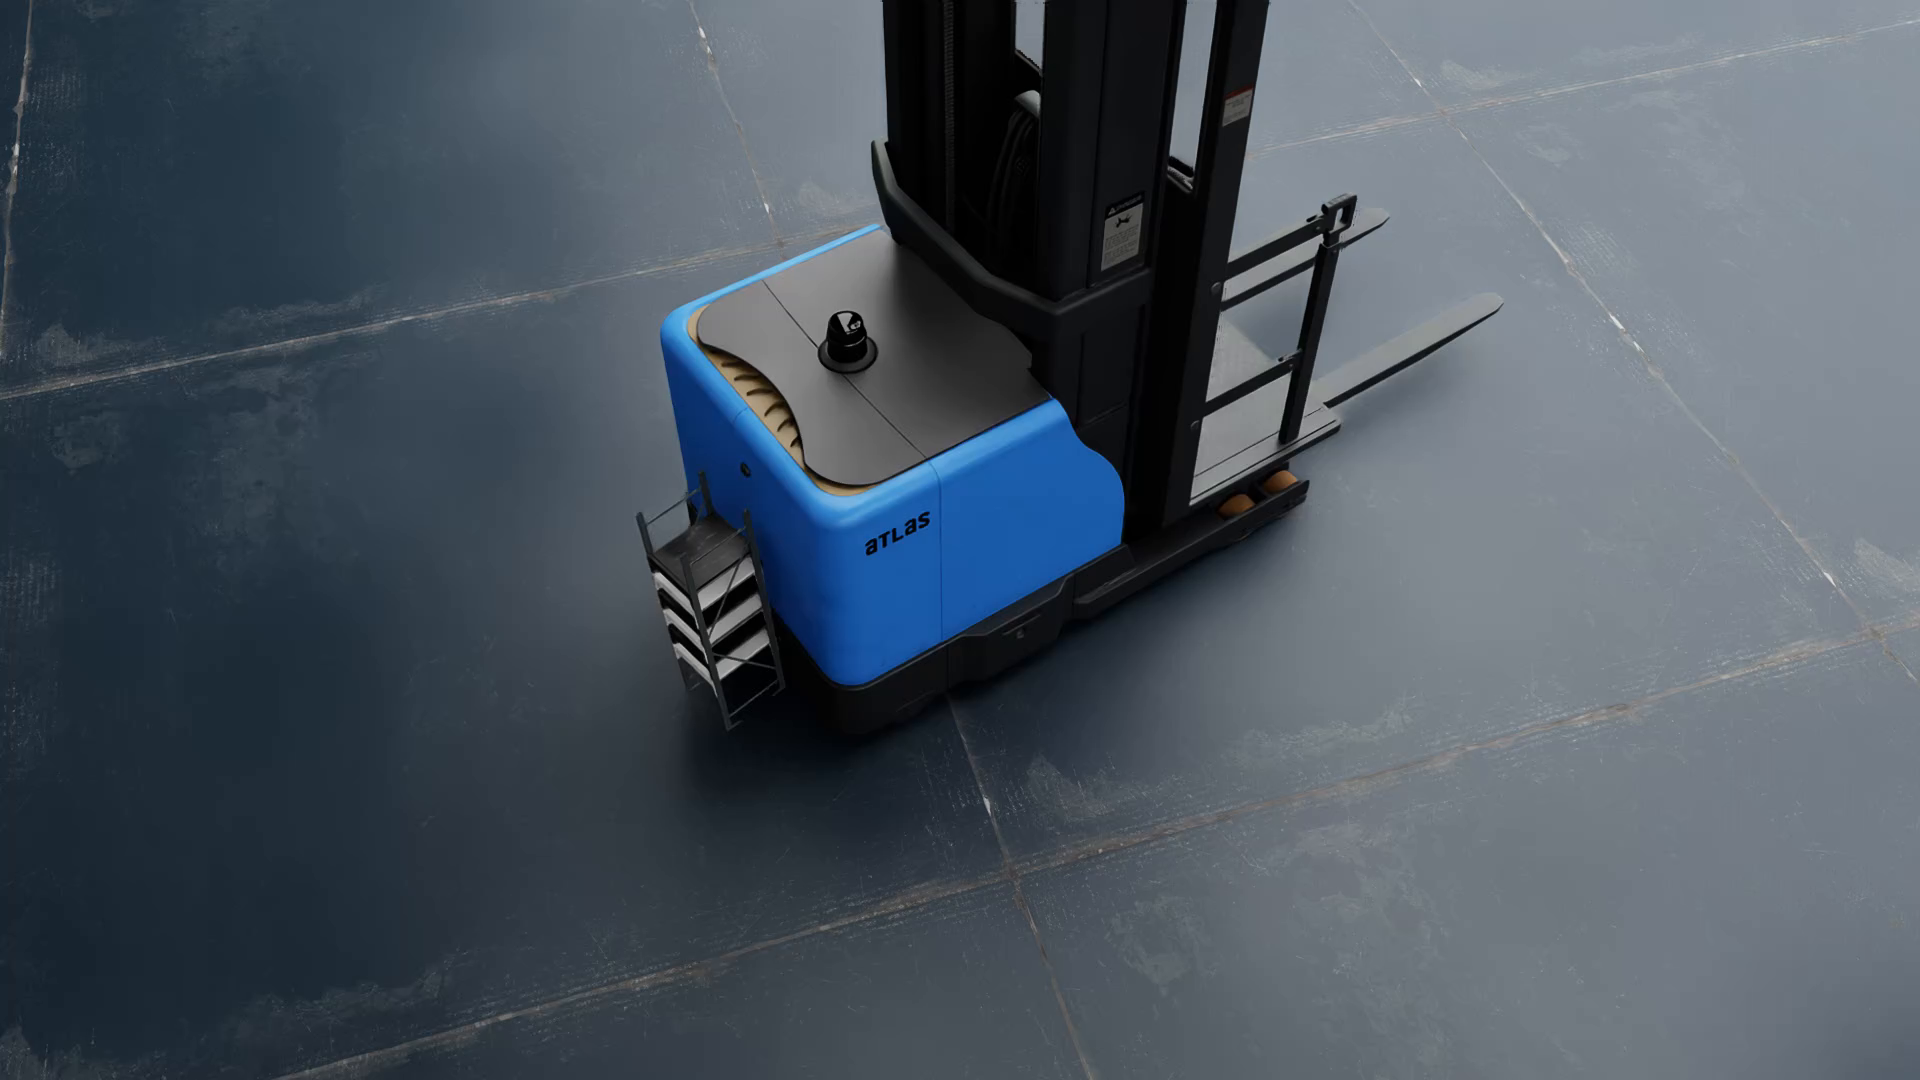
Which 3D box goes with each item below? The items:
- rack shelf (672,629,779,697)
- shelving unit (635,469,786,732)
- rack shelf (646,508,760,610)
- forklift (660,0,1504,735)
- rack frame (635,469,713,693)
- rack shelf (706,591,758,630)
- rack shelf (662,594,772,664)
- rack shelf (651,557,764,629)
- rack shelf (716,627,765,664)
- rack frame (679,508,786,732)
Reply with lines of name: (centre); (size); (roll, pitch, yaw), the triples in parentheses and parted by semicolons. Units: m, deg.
rack shelf: (-0.725, 0.333, 5.151); (0.258, 0.077, 0.200); (-37, 59, -24)
shelving unit: (-0.732, 0.201, 4.984); (0.258, 0.900, 0.210); (-37, 59, -24)
rack shelf: (-0.740, 0.054, 4.799); (0.258, 0.077, 0.200); (-37, 59, -24)
forklift: (0.600, -1.249, 4.886); (3.031, 2.935, 1.130); (-28, 55, -21)
rack frame: (-0.802, 0.144, 5.032); (0.240, 0.900, 0.006); (-37, 59, -24)
rack shelf: (-0.734, 0.156, 4.928); (0.199, 0.015, 0.184); (-37, 59, -24)
rack shelf: (-0.731, 0.221, 5.010); (0.258, 0.077, 0.200); (-37, 59, -24)
rack shelf: (-0.737, 0.110, 4.869); (0.258, 0.077, 0.200); (-37, 59, -24)
rack shelf: (-0.729, 0.268, 5.069); (0.199, 0.015, 0.184); (-37, 59, -24)
rack frame: (-0.662, 0.257, 4.937); (0.240, 0.900, 0.006); (-37, 59, -24)
